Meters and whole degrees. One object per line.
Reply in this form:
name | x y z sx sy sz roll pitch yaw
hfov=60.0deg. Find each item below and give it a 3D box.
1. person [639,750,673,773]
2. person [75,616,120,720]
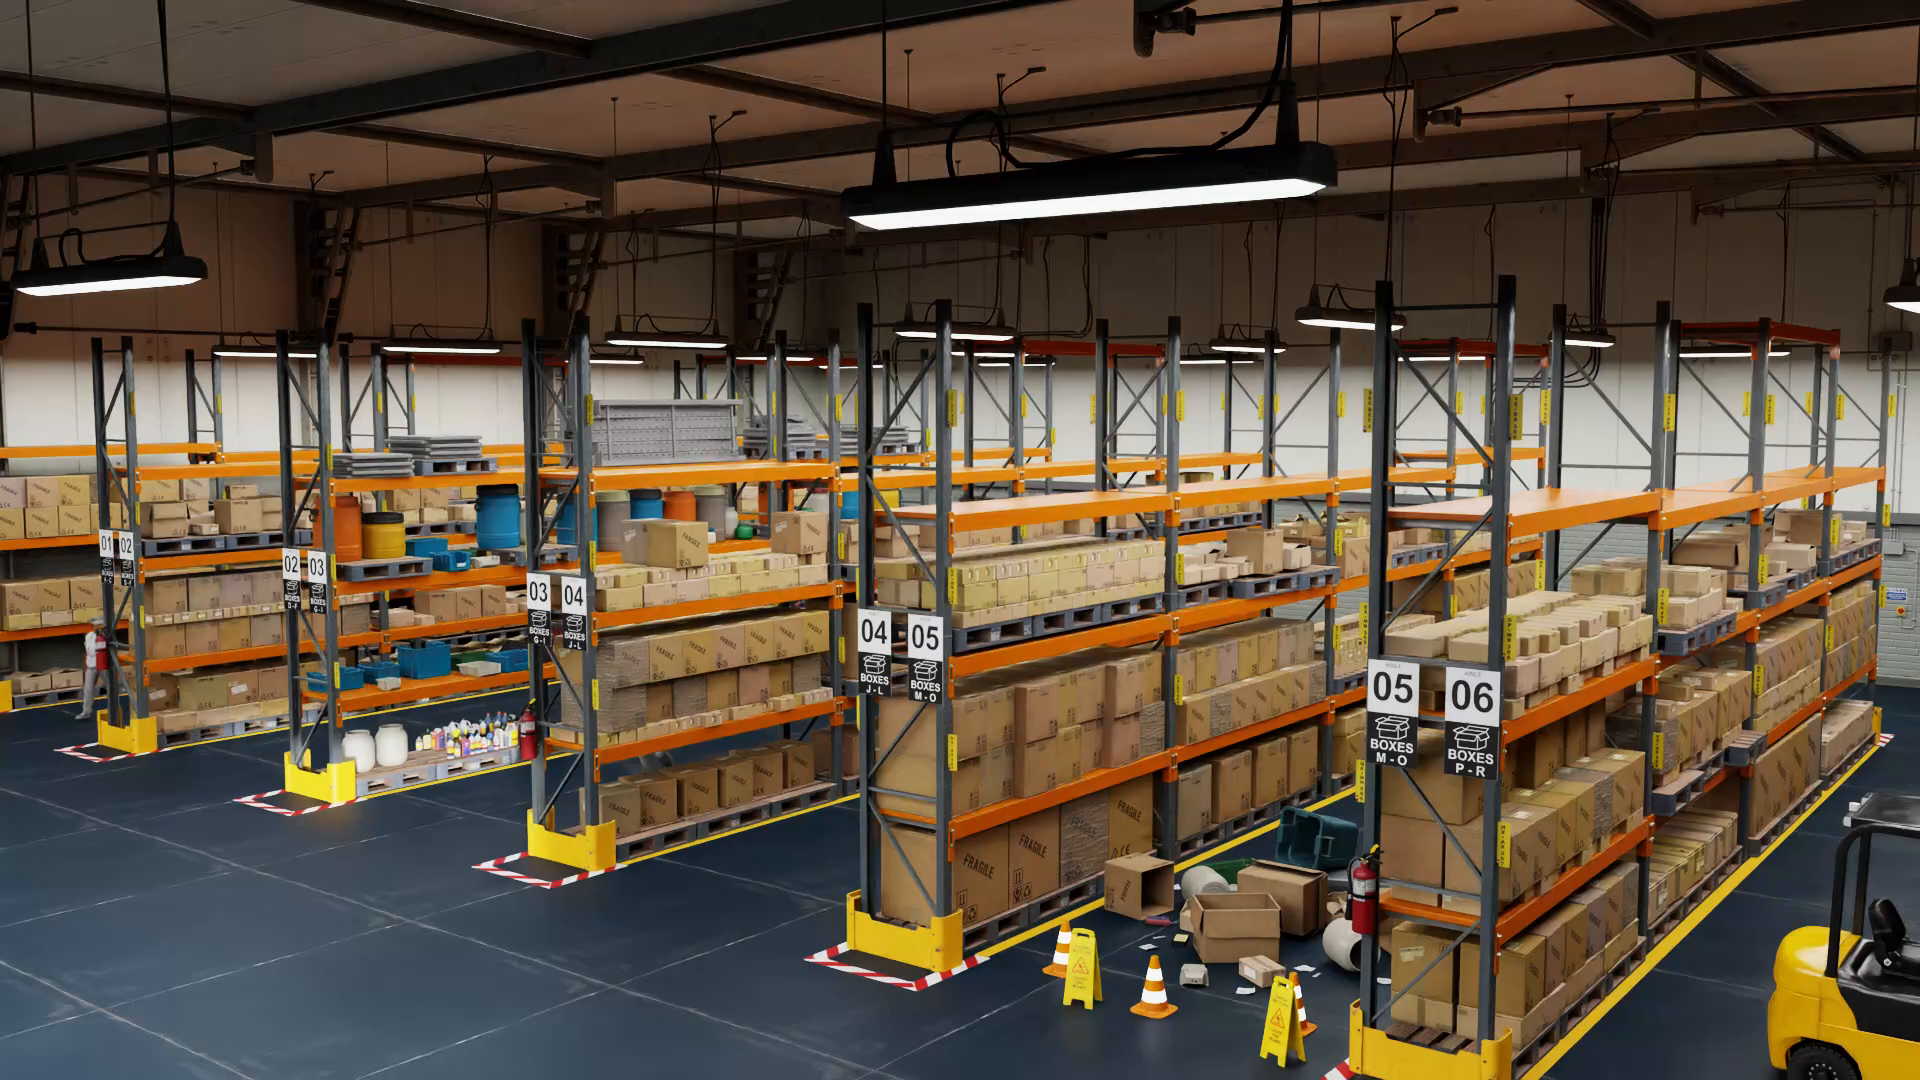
person | -4.005 2.391 21.936 0.637 1.759 0.598 2 5 19
person | -13.804 2.014 26.661 0.525 1.614 1.058 0 5 -5
